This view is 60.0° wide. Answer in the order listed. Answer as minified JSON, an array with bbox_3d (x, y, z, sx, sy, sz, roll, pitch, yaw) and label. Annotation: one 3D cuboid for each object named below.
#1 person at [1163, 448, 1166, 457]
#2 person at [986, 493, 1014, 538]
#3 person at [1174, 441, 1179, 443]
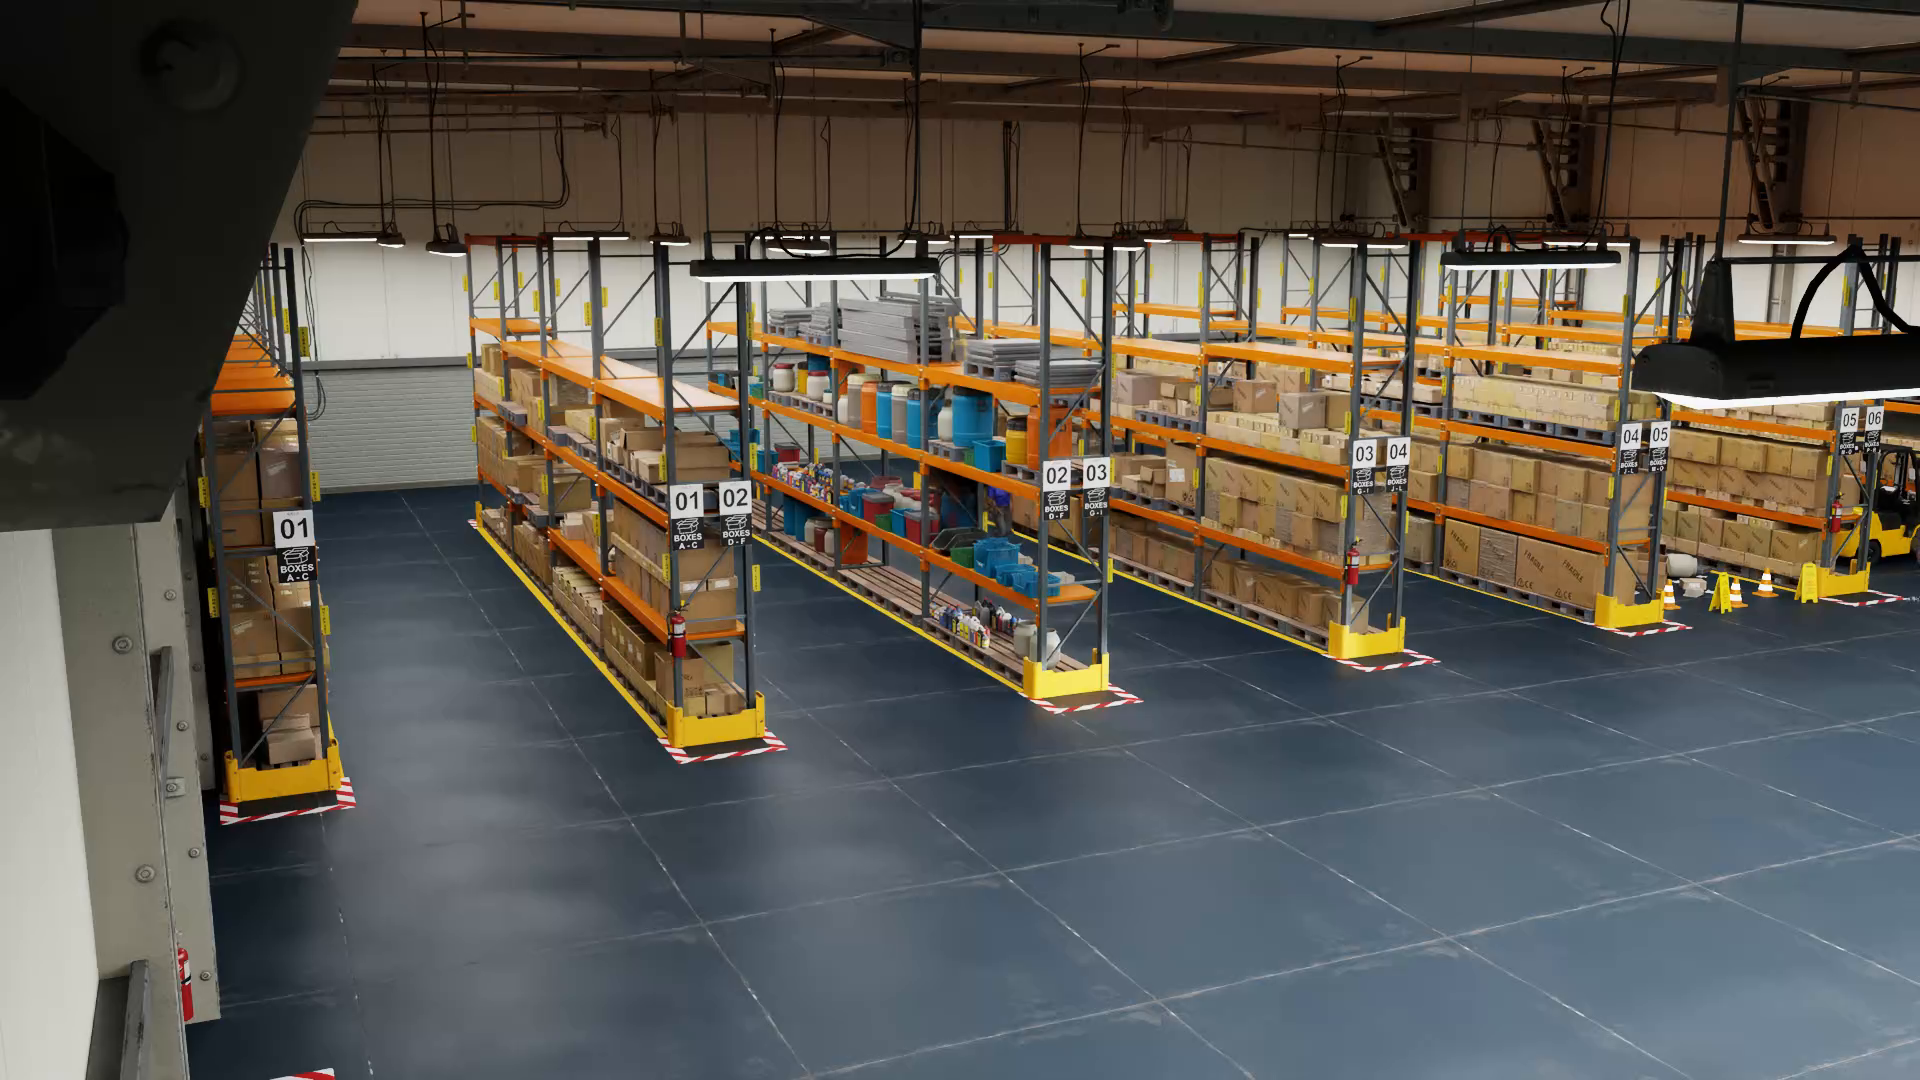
[{"bbox_3d":[5.424,-2.752,42.645,0.930,1.729,0.646,-5,12,-24],"label":"person"},{"bbox_3d":[0.735,-0.523,30.200,0.584,1.596,0.631,-5,12,-23],"label":"person"},{"bbox_3d":[4.642,-1.349,35.422,0.613,1.538,0.800,-4,12,-20],"label":"person"}]
